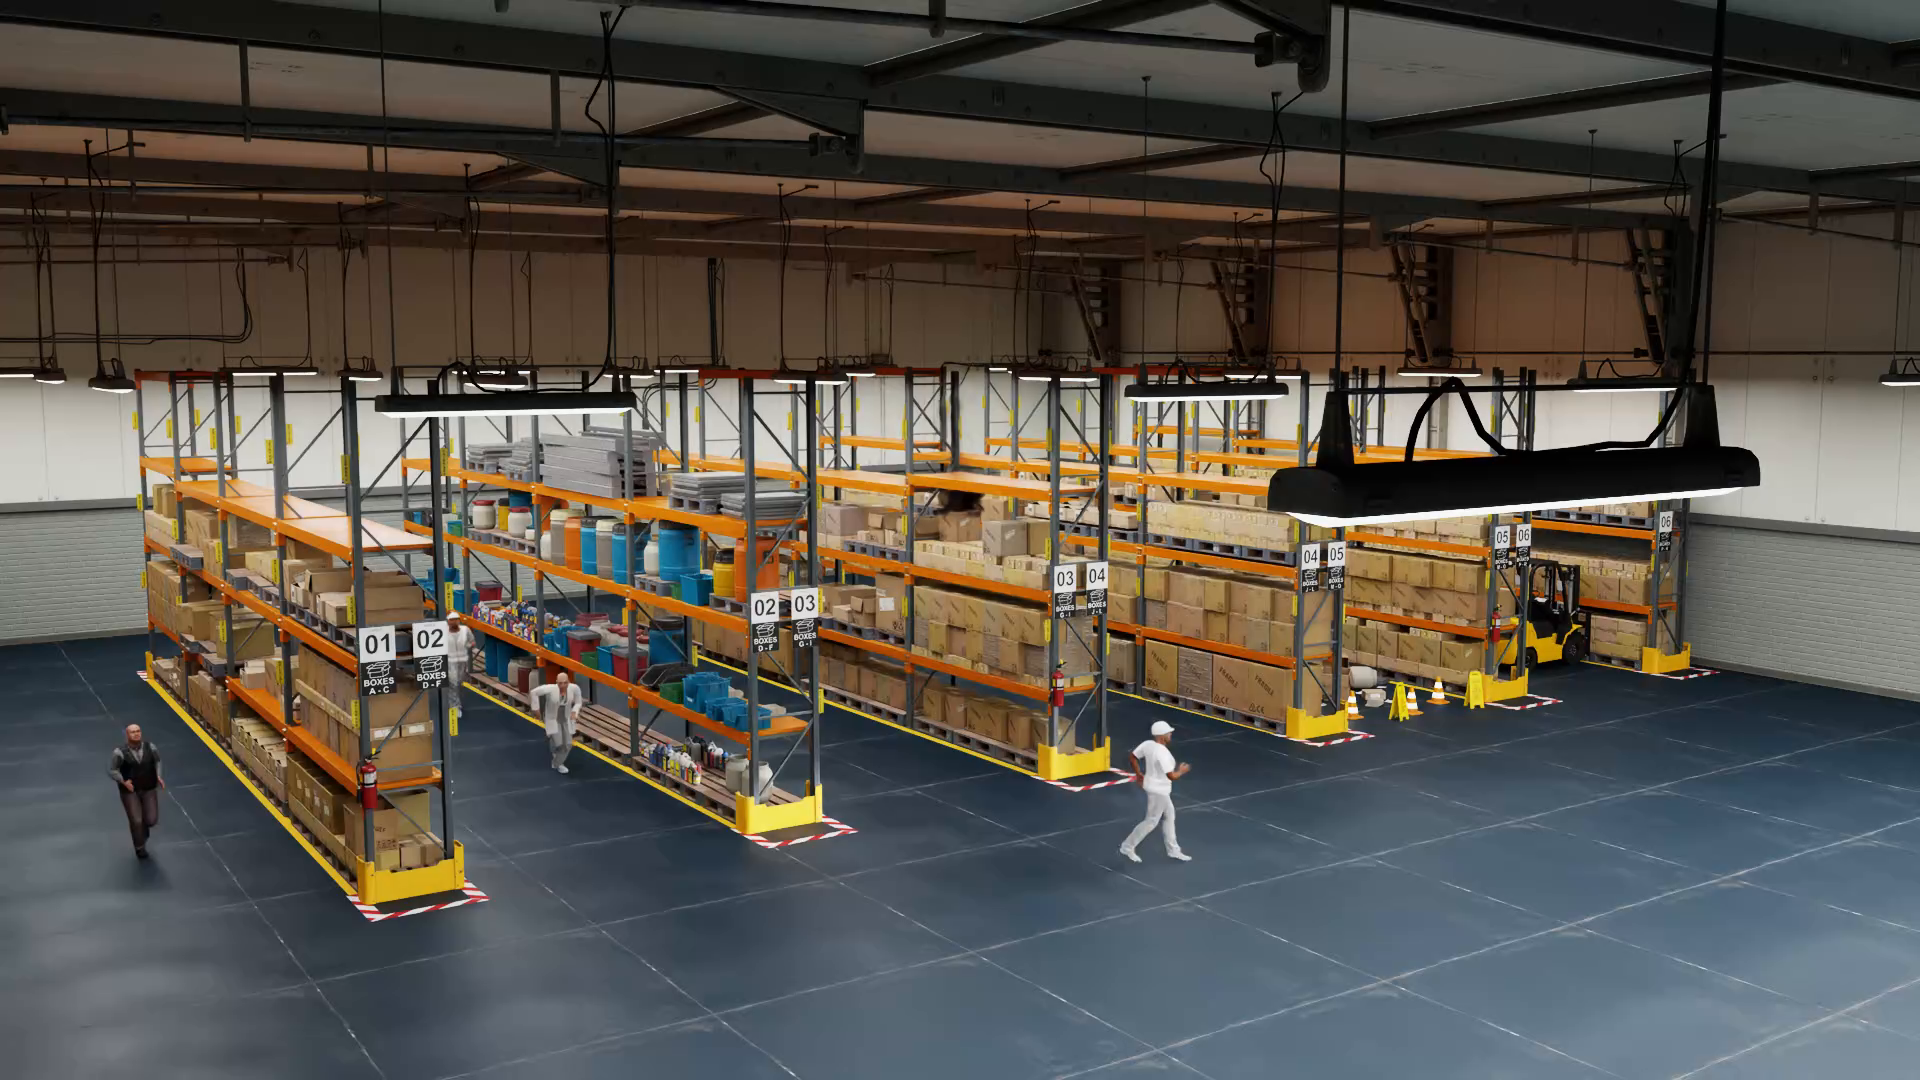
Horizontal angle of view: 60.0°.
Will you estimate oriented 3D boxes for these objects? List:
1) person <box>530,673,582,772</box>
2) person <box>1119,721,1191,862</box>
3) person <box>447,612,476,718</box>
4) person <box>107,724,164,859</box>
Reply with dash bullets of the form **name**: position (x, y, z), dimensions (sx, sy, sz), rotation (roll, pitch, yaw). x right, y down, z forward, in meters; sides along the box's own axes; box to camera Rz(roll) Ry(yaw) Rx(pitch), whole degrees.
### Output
- **person**: position (-6.028, 2.741, 24.893), dimensions (0.737, 1.599, 0.865), rotation (-3, 7, -26)
- **person**: position (2.420, 3.115, 20.504), dimensions (0.950, 1.781, 0.688), rotation (-1, 7, -10)
- **person**: position (-8.828, 2.153, 29.192), dimensions (0.656, 1.826, 0.882), rotation (-4, 8, -31)
- **person**: position (-10.351, 3.153, 20.935), dimensions (0.661, 1.673, 0.585), rotation (-5, 8, -40)
